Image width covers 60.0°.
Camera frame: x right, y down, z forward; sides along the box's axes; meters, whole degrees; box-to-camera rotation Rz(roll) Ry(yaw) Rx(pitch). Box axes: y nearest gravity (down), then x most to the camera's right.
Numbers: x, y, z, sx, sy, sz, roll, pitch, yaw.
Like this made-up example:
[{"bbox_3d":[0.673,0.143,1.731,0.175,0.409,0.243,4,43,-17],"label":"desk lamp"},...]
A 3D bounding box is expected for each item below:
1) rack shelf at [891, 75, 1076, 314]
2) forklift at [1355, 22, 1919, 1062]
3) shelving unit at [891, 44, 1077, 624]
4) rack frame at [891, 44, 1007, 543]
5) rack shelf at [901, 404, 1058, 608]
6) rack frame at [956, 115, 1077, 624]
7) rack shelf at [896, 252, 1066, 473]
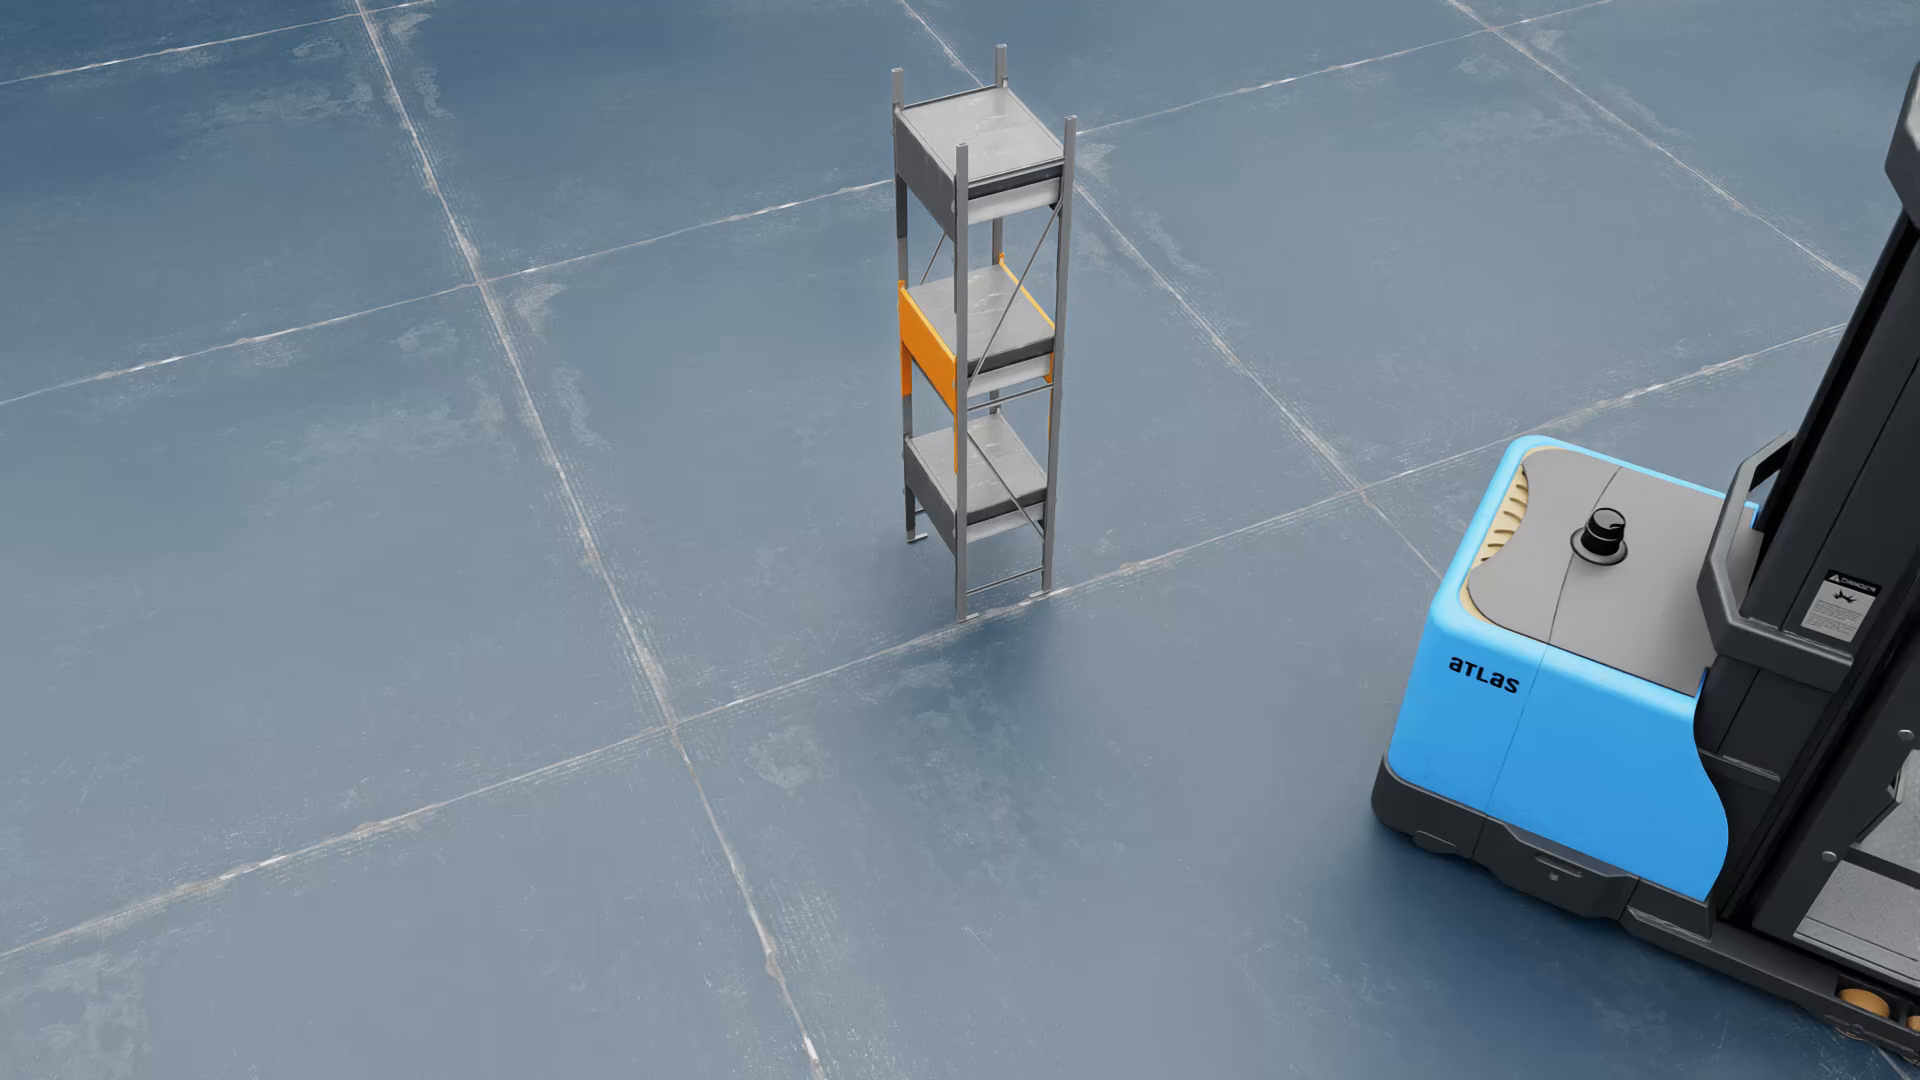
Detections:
[{"bbox_3d":[0.070,-1.130,5.424,0.431,0.518,0.480,-18,47,-17],"label":"rack shelf"},{"bbox_3d":[2.904,0.125,4.536,3.031,2.935,1.130,21,48,20],"label":"forklift"},{"bbox_3d":[0.070,-0.642,5.906,0.431,2.100,0.503,-18,47,-17],"label":"shelving unit"},{"bbox_3d":[-0.033,-0.797,6.063,0.400,2.100,0.015,-18,47,-17],"label":"rack frame"},{"bbox_3d":[0.070,-0.134,6.407,0.431,0.518,0.480,-18,47,-17],"label":"rack shelf"},{"bbox_3d":[0.172,-0.486,5.748,0.400,2.100,0.015,-18,47,-17],"label":"rack frame"},{"bbox_3d":[0.070,-0.632,5.915,0.431,0.518,0.480,-18,47,-17],"label":"rack shelf"}]
